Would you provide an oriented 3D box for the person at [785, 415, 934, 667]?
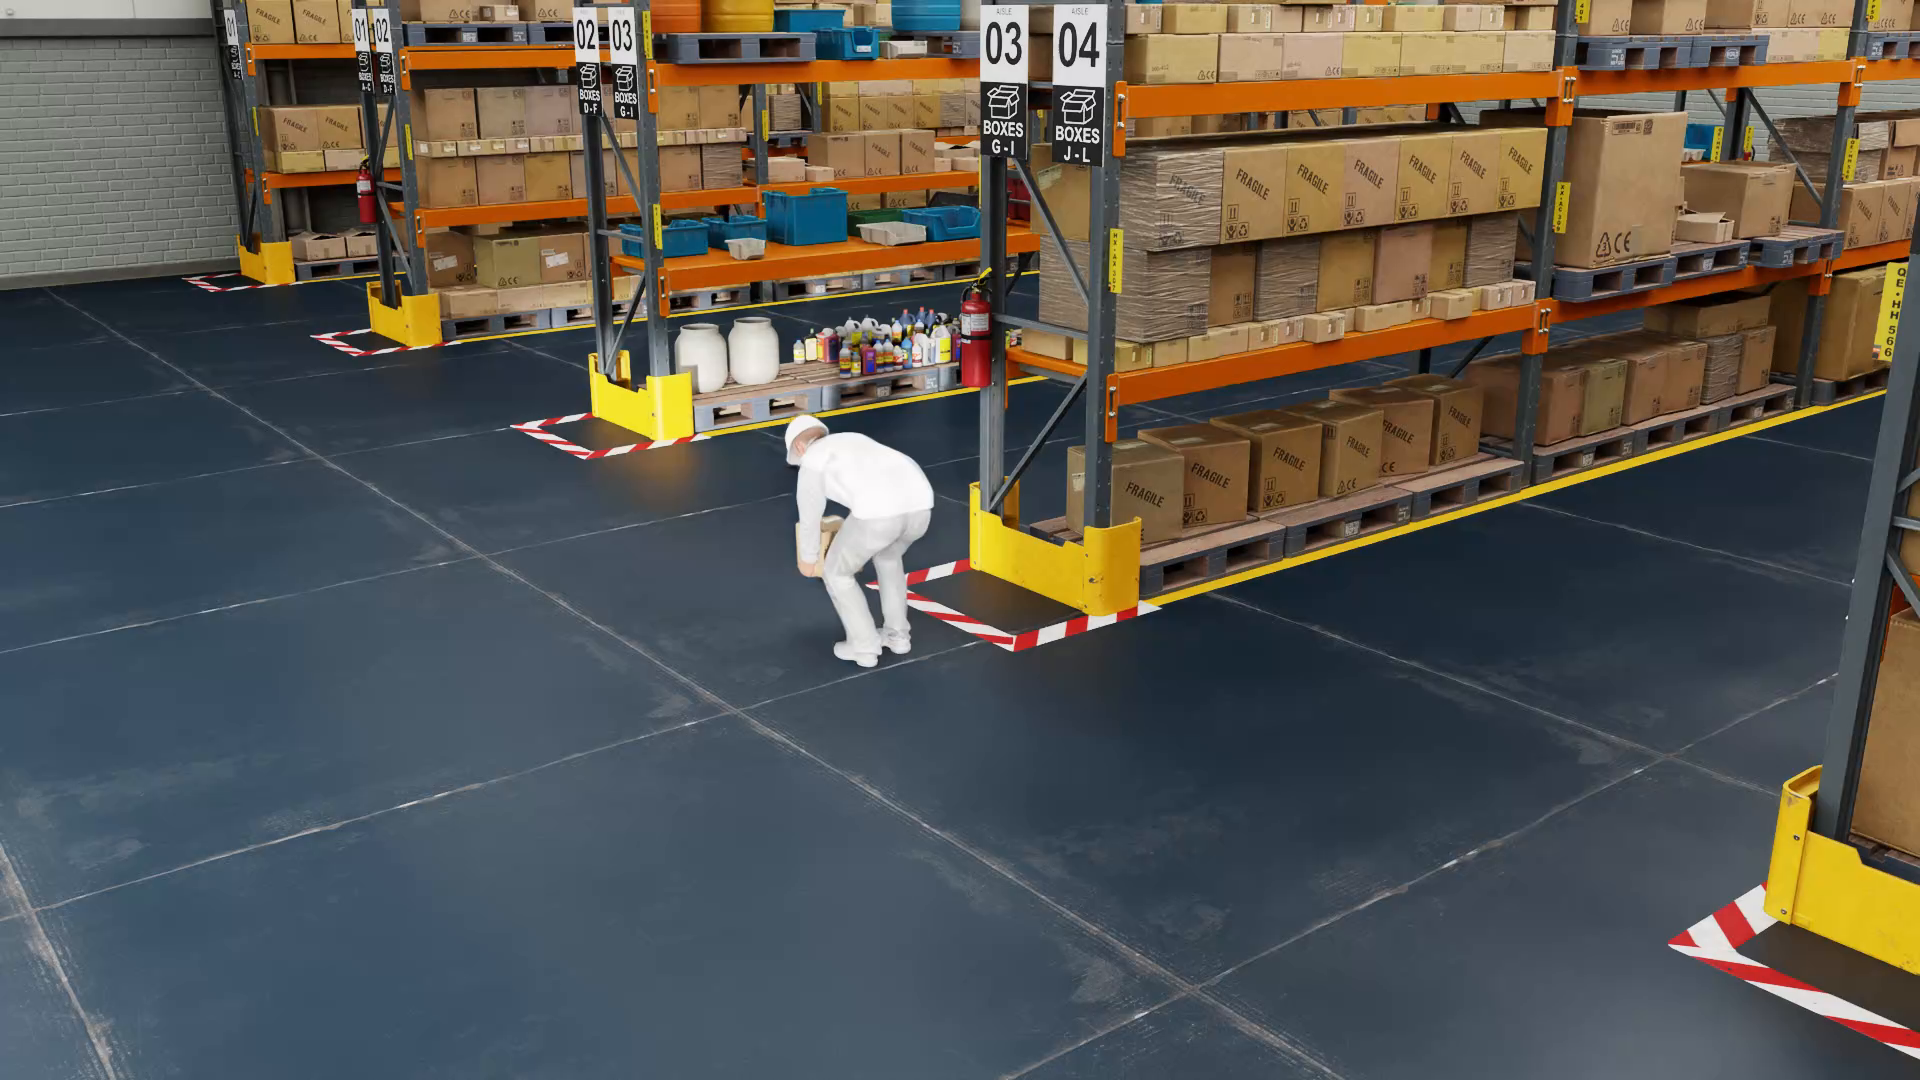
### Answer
[{"bbox_3d":[-0.559,-0.010,8.561,0.486,1.157,0.988,-15,23,-39],"label":"person"}]
